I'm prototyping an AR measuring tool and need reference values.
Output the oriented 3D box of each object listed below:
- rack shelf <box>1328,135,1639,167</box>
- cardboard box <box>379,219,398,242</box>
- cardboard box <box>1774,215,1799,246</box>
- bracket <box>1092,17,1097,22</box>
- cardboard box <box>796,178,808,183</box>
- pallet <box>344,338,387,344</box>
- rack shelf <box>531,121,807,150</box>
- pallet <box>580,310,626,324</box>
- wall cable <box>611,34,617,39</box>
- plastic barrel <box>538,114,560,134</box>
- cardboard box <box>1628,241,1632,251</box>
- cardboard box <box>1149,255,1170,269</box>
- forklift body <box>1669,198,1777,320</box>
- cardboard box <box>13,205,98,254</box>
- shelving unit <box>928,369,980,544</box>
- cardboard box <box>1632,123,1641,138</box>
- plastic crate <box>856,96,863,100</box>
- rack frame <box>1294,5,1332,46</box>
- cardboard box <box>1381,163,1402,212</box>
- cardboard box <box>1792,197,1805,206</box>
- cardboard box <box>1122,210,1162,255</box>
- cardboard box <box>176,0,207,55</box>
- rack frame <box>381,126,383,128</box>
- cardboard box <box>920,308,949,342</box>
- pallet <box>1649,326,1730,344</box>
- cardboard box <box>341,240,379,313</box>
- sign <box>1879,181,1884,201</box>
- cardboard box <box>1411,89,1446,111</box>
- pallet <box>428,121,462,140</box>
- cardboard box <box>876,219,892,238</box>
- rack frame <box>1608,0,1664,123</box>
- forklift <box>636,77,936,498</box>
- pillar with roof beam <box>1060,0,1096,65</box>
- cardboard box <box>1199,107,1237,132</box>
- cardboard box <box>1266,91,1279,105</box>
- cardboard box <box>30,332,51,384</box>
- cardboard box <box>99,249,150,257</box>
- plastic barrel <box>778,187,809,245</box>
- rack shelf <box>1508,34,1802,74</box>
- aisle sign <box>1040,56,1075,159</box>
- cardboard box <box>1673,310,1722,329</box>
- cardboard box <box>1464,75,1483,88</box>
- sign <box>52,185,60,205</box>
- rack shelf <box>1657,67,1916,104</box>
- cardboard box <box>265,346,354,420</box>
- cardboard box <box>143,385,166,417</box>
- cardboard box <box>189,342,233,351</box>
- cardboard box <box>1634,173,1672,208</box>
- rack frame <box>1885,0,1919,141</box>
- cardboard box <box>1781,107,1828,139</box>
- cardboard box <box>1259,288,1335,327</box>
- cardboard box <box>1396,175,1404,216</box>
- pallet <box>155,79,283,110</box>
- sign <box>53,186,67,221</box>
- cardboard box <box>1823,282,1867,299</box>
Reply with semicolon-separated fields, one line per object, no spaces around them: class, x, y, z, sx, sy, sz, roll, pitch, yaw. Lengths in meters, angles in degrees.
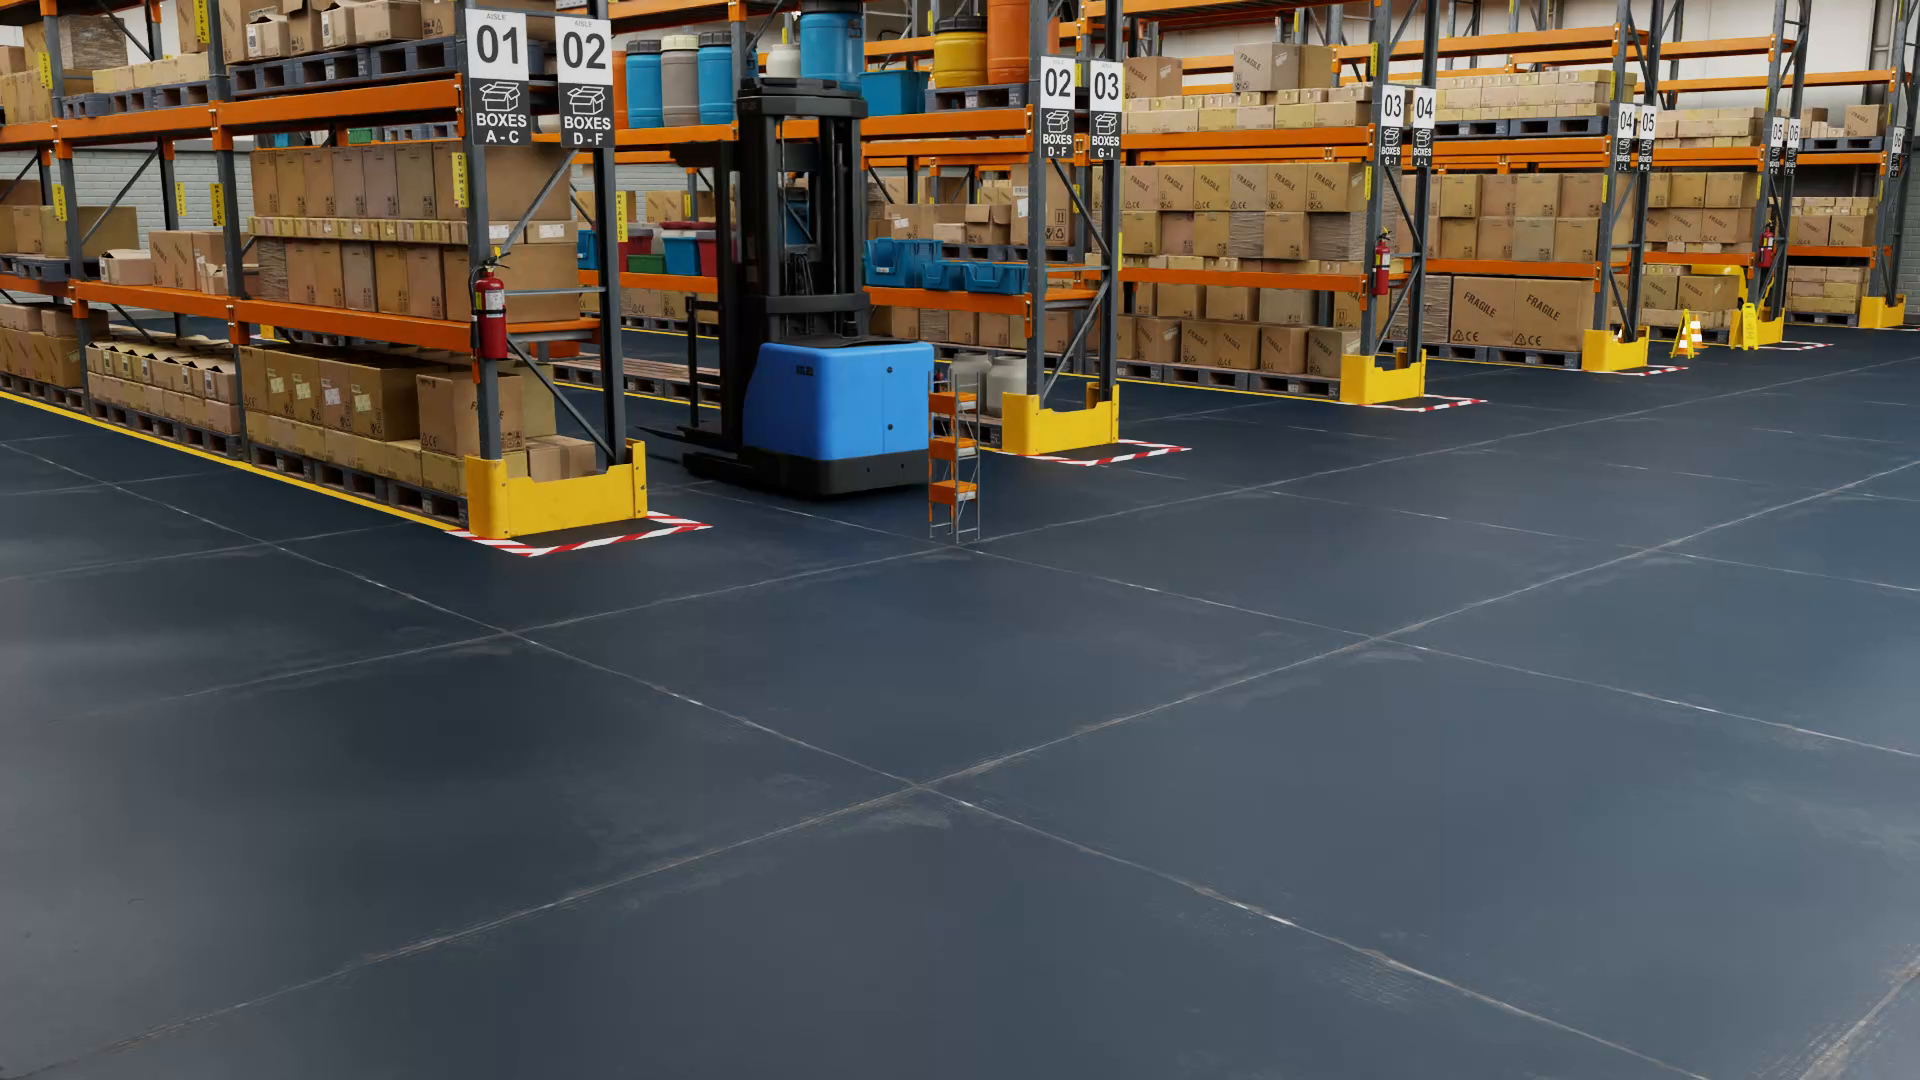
rack shelf;6.813;-5.042;21.773;1.077;0.370;4.000;-11;16;-43
cardboard box;-3.745;-2.123;11.402;0.380;0.149;0.250;-10;15;-41
cardboard box;14.056;-5.266;28.263;0.500;0.500;0.500;-11;16;-44
bracket;3.062;-12.475;39.717;0.235;0.232;0.430;-11;16;-43
cardboard box;-2.738;-6.550;31.282;0.500;0.500;0.500;-11;16;-43
pallet;-7.868;-2.754;23.229;1.003;0.211;1.213;-11;16;-43
rack shelf;-3.189;-4.259;17.973;1.077;0.370;4.000;-11;16;-43
pallet;-5.904;-3.820;28.405;1.003;0.211;1.213;-11;16;-43
wall cable;-7.925;-11.111;34.044;2.277;5.999;0.120;-11;16;-43
plastic barrel;-4.577;-4.870;18.879;0.421;0.512;0.421;0;12;0
cardboard box;10.250;-4.465;25.248;0.380;0.149;0.250;-11;16;-43
cardboard box;2.384;-3.196;19.086;0.380;0.149;0.250;-11;16;-43
forklift body;12.663;-4.637;27.561;2.313;2.155;1.214;-11;16;-43
cardboard box;-9.653;-3.334;17.844;0.500;0.500;0.700;7;14;31
shelving unit;-0.037;-0.522;10.317;0.215;1.050;0.252;-11;16;-43
cardboard box;10.097;-6.138;24.946;0.500;0.250;0.500;-11;16;-42
plastic crate;-0.915;-3.948;15.203;0.336;0.188;0.450;-11;16;-43
rack frame;6.179;-8.444;29.068;1.000;3.000;0.127;-11;16;-43
cardboard box;4.354;-3.759;17.736;0.500;0.500;0.500;-11;16;-43
cardboard box;14.120;-5.701;28.028;0.380;0.149;0.250;-10;16;-41
cardboard box;2.360;-3.583;19.358;0.875;0.500;0.500;-11;16;-43
cardboard box;-6.200;-4.305;13.885;0.500;0.500;0.500;-9;15;-37
rack frame;-7.333;-6.956;21.848;1.000;3.000;0.127;-11;16;-43
cardboard box;-0.119;-2.941;22.333;0.500;0.500;0.700;10;15;40
pallet;11.116;-3.107;24.941;1.003;0.211;1.213;-11;16;-43
cardboard box;-4.015;-1.921;12.029;0.700;0.500;0.500;-10;15;-41
sign;14.889;-5.640;26.868;0.100;0.325;0.005;-11;16;-43
cardboard box;6.265;-5.756;21.801;0.500;0.250;0.500;-11;16;-43
pallet;-5.935;-5.129;20.879;1.003;0.211;1.213;-11;16;-43
cardboard box;-1.127;-4.282;23.488;0.500;0.500;0.500;-10;15;-41
rack frame;8.194;-6.572;19.981;1.000;3.000;0.127;-11;16;-43
forklift;-1.494;-1.975;12.708;1.130;2.935;3.031;-9;15;-38
pillar with roof beam;-0.082;-10.223;37.702;9.100;9.000;0.548;-11;16;-43
cardboard box;2.974;-4.609;18.258;0.500;0.250;0.500;-11;16;-44
cardboard box;3.485;-4.711;17.766;0.380;0.149;0.250;-11;16;-42
cardboard box;-9.328;-1.915;17.351;0.500;0.500;0.500;11;16;43
cardboard box;-7.936;-2.642;15.994;0.500;0.311;0.500;-10;15;-39
plastic barrel;-1.856;-3.194;17.214;0.600;0.901;0.708;-11;16;-43
rack shelf;10.323;-7.214;24.890;1.077;0.370;4.000;-11;16;-43
aisle sign;0.789;-3.488;13.439;0.394;0.787;0.004;-11;16;-43
cardboard box;10.935;-3.281;24.649;0.500;0.250;0.500;-11;16;-43
cardboard box;6.662;-5.849;21.266;0.380;0.149;0.250;-11;16;-42
sign;-10.519;-3.973;19.367;0.100;0.325;0.005;-11;16;-43
rack shelf;13.910;-7.712;28.290;1.077;0.370;4.000;-11;16;-43
cardboard box;-4.948;-1.204;12.709;0.500;0.500;0.500;-11;16;-43
cardboard box;-6.941;-1.263;14.855;0.500;0.250;0.500;-10;16;-41
cardboard box;-6.905;-1.687;15.523;0.500;0.311;0.500;-11;16;-43
cardboard box;10.423;-5.201;24.734;0.700;0.500;0.500;-11;16;-43
rack frame;15.292;-7.968;26.761;1.000;3.000;0.127;-11;16;-43
cardboard box;14.175;-6.997;27.943;0.700;0.500;0.500;-11;16;-42
cardboard box;4.938;-3.399;23.983;1.050;0.750;0.750;-11;16;-43
cardboard box;6.125;-4.697;22.700;0.875;0.550;0.550;-11;16;-43
pallet;-6.012;-3.663;13.771;1.217;0.209;0.805;11;16;43
sign;-8.541;-3.196;15.790;0.100;0.325;0.005;-11;16;-43
cardboard box;14.729;-4.161;27.684;0.500;0.250;0.500;-11;16;-43
